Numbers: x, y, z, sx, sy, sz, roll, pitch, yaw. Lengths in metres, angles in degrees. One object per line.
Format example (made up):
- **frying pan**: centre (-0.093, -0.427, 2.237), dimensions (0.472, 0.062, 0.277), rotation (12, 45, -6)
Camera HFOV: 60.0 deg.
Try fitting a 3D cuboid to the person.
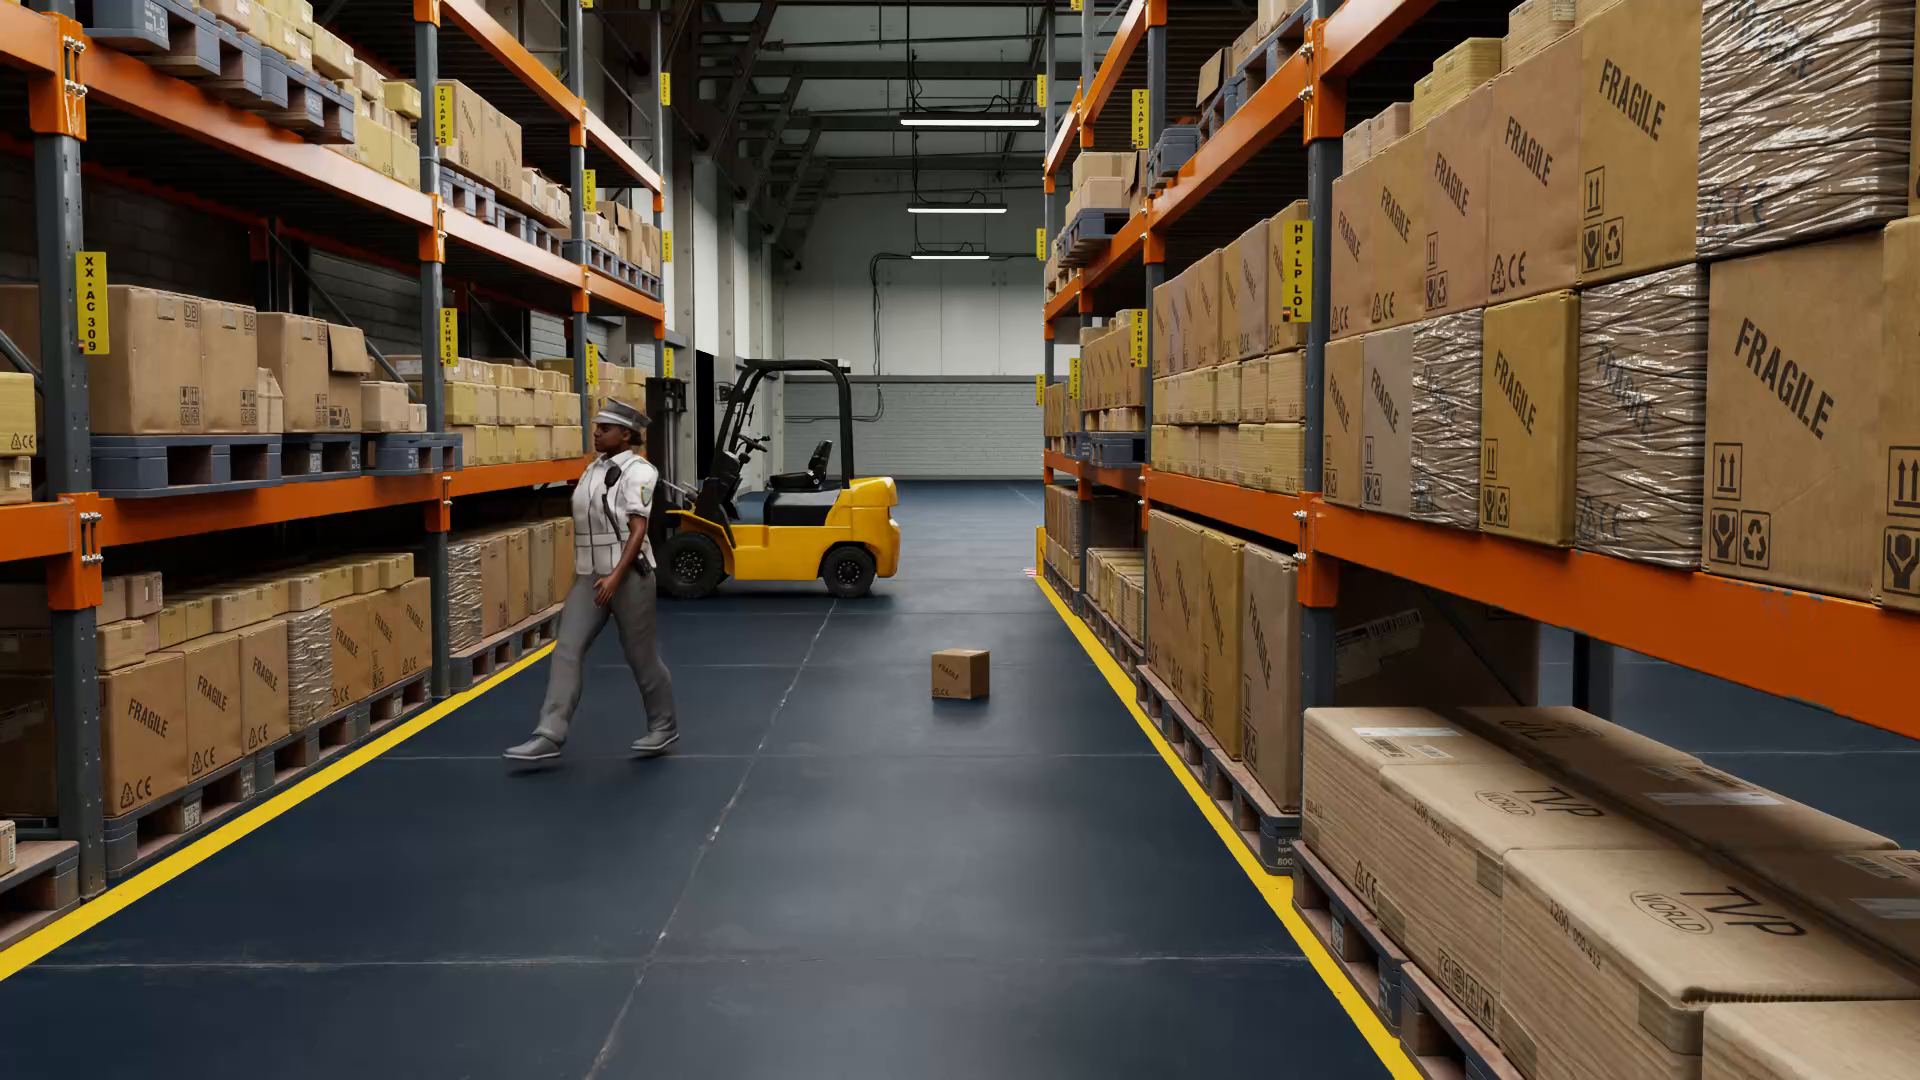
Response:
- **person**: centre (-1.644, 0.175, 7.561), dimensions (0.449, 1.652, 0.867), rotation (2, 4, 31)
